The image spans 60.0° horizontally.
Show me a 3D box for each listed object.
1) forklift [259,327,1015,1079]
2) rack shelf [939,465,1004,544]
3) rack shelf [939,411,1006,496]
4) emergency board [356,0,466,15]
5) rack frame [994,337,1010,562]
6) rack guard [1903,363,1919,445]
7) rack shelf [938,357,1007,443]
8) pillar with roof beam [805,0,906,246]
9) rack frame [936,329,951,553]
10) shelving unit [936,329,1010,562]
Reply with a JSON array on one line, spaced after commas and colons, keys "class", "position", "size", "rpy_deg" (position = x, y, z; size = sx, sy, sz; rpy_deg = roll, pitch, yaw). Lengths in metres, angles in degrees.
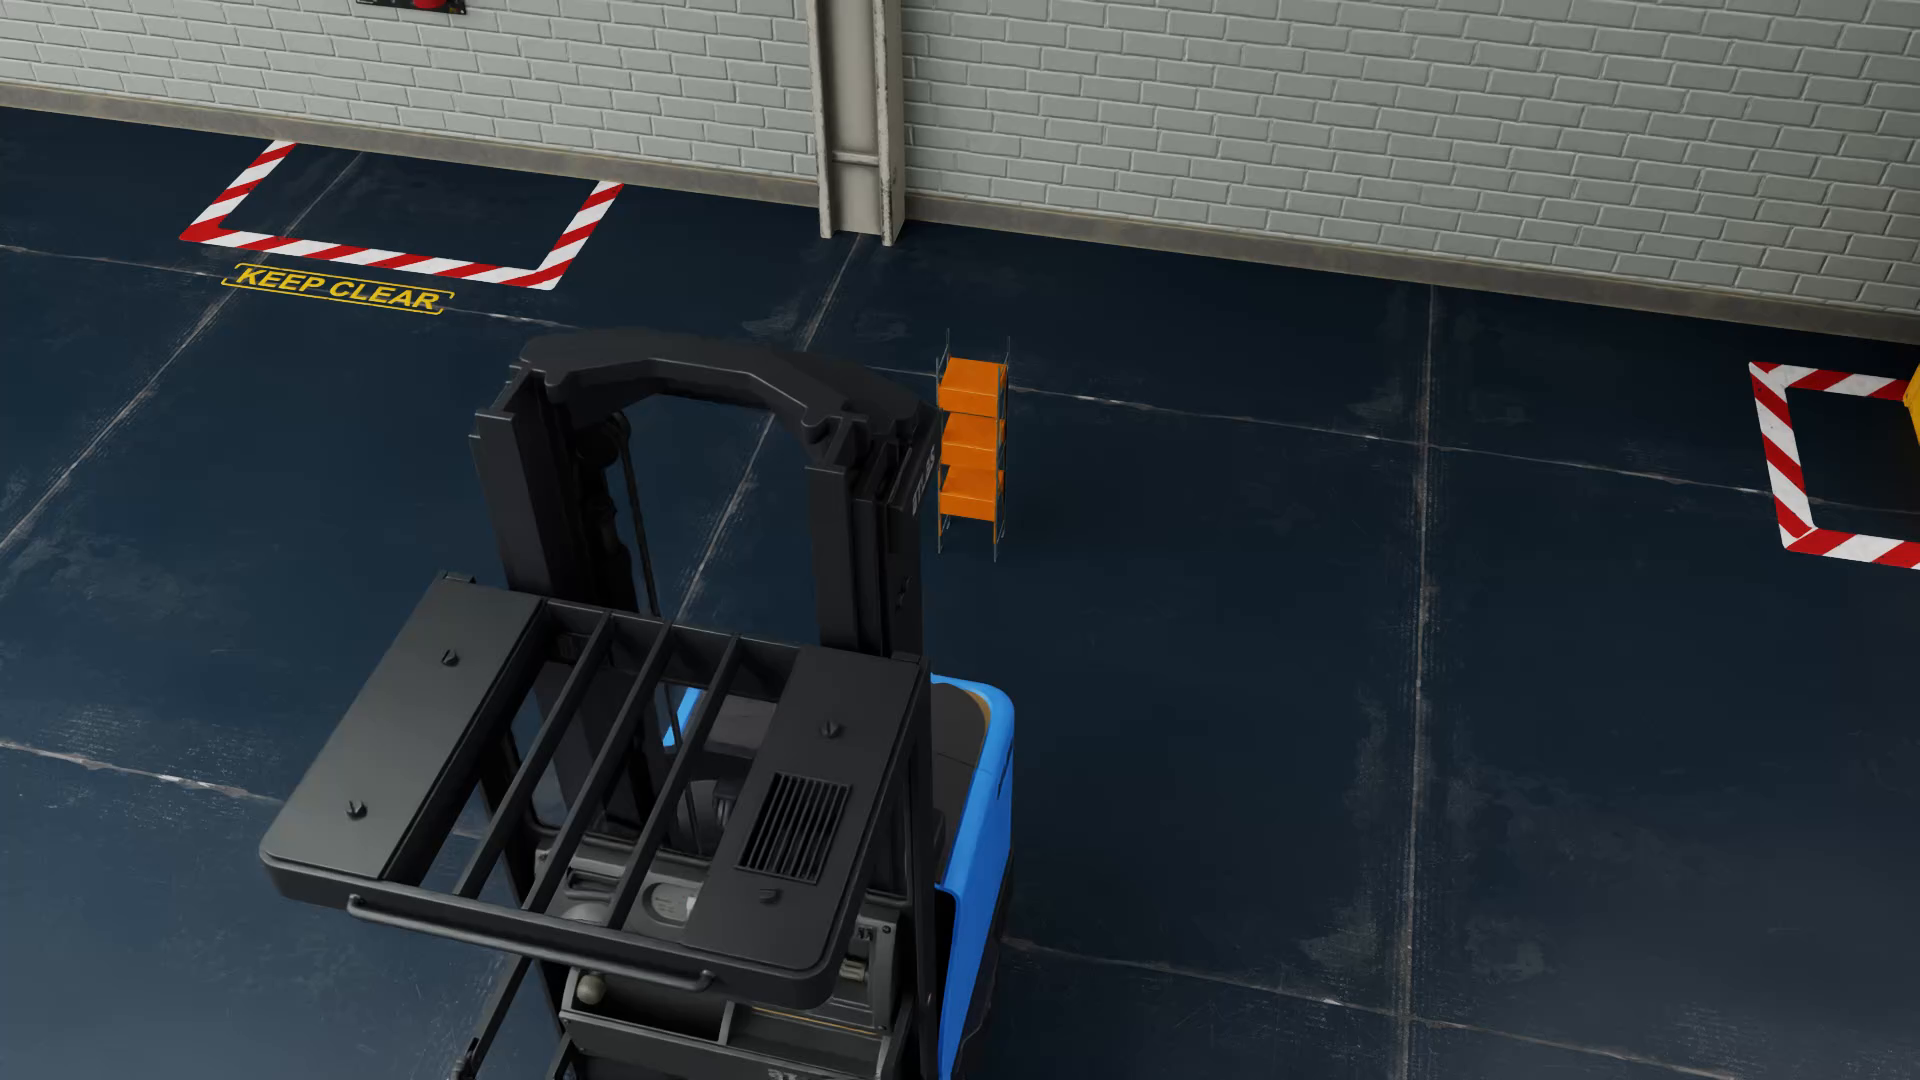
[{"class": "forklift", "position": [-0.657, 1.096, 3.958], "size": [1.130, 2.935, 3.031], "rpy_deg": [9, 45, 10]}, {"class": "rack shelf", "position": [0.052, -0.162, 7.038], "size": [0.240, 0.259, 0.215], "rpy_deg": [9, 45, 9]}, {"class": "rack shelf", "position": [0.052, -0.363, 6.845], "size": [0.240, 0.259, 0.215], "rpy_deg": [9, 45, 9]}, {"class": "emergency board", "position": [-2.922, -3.175, 8.345], "size": [0.643, 1.169, 0.194], "rpy_deg": [9, 45, 9]}, {"class": "rack frame", "position": [0.171, -0.352, 6.818], "size": [0.008, 1.050, 0.200], "rpy_deg": [9, 45, 9]}, {"class": "rack guard", "position": [4.539, -0.475, 7.343], "size": [0.348, 0.500, 1.175], "rpy_deg": [9, 45, 9]}, {"class": "rack shelf", "position": [0.052, -0.567, 6.648], "size": [0.240, 0.259, 0.215], "rpy_deg": [9, 45, 9]}, {"class": "pillar with roof beam", "position": [-1.458, -2.023, 2.823], "size": [0.400, 9.000, 9.100], "rpy_deg": [9, 45, 9]}, {"class": "rack frame", "position": [-0.067, -0.389, 6.857], "size": [0.008, 1.050, 0.200], "rpy_deg": [9, 45, 9]}, {"class": "shelving unit", "position": [0.052, -0.370, 6.838], "size": [0.252, 1.050, 0.215], "rpy_deg": [9, 45, 9]}]
